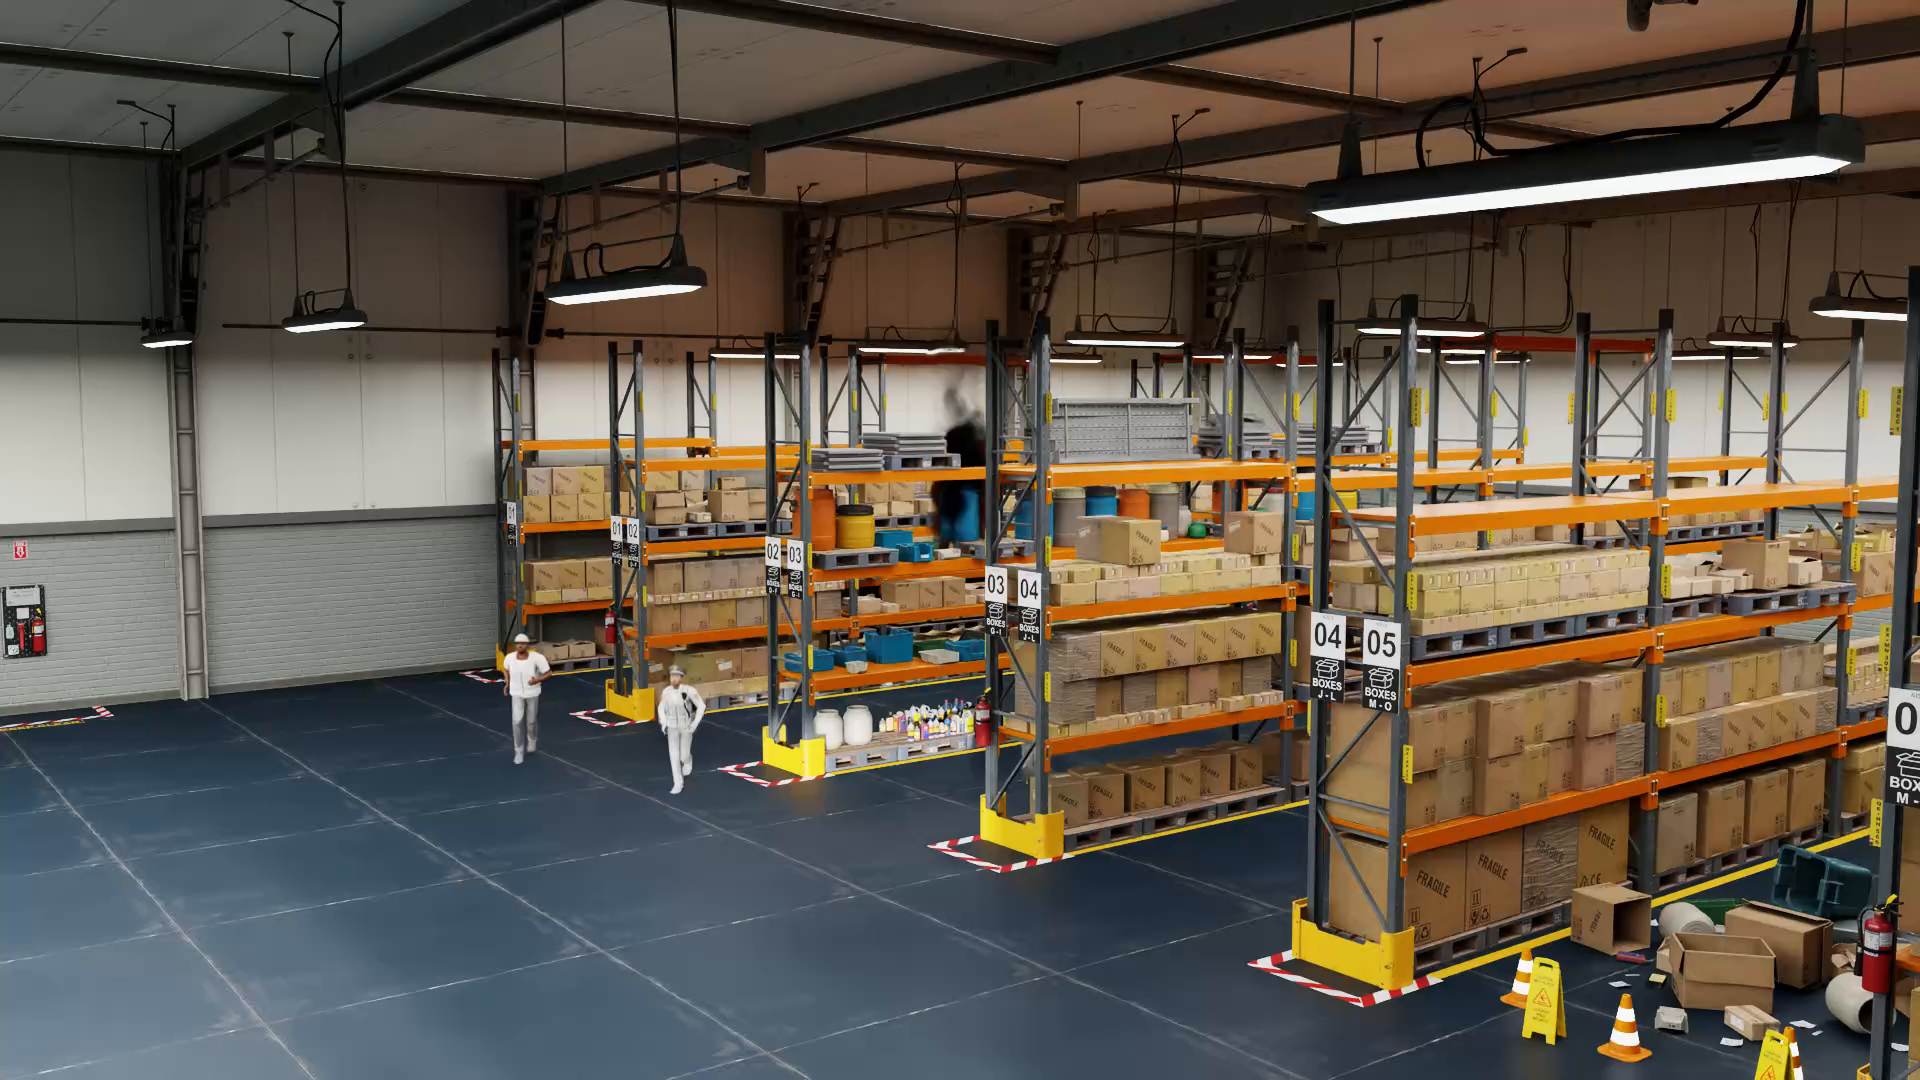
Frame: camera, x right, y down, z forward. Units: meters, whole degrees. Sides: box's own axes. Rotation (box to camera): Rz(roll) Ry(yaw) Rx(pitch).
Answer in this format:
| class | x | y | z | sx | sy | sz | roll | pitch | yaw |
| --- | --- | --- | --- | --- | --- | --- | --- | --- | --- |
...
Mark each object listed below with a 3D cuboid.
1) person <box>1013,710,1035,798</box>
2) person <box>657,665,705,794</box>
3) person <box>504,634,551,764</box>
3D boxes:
| class | x | y | z | sx | sy | sz | roll | pitch | yaw |
| --- | --- | --- | --- | --- | --- | --- | --- | --- | --- |
| person | 0.910 | 2.469 | 20.864 | 0.698 | 1.799 | 0.677 | -4 | 6 | -37 |
| person | -3.634 | 2.438 | 21.703 | 0.627 | 1.669 | 0.572 | 0 | 5 | 5 |
| person | -6.130 | 2.221 | 23.560 | 0.686 | 1.827 | 0.781 | -1 | 5 | -6 |
